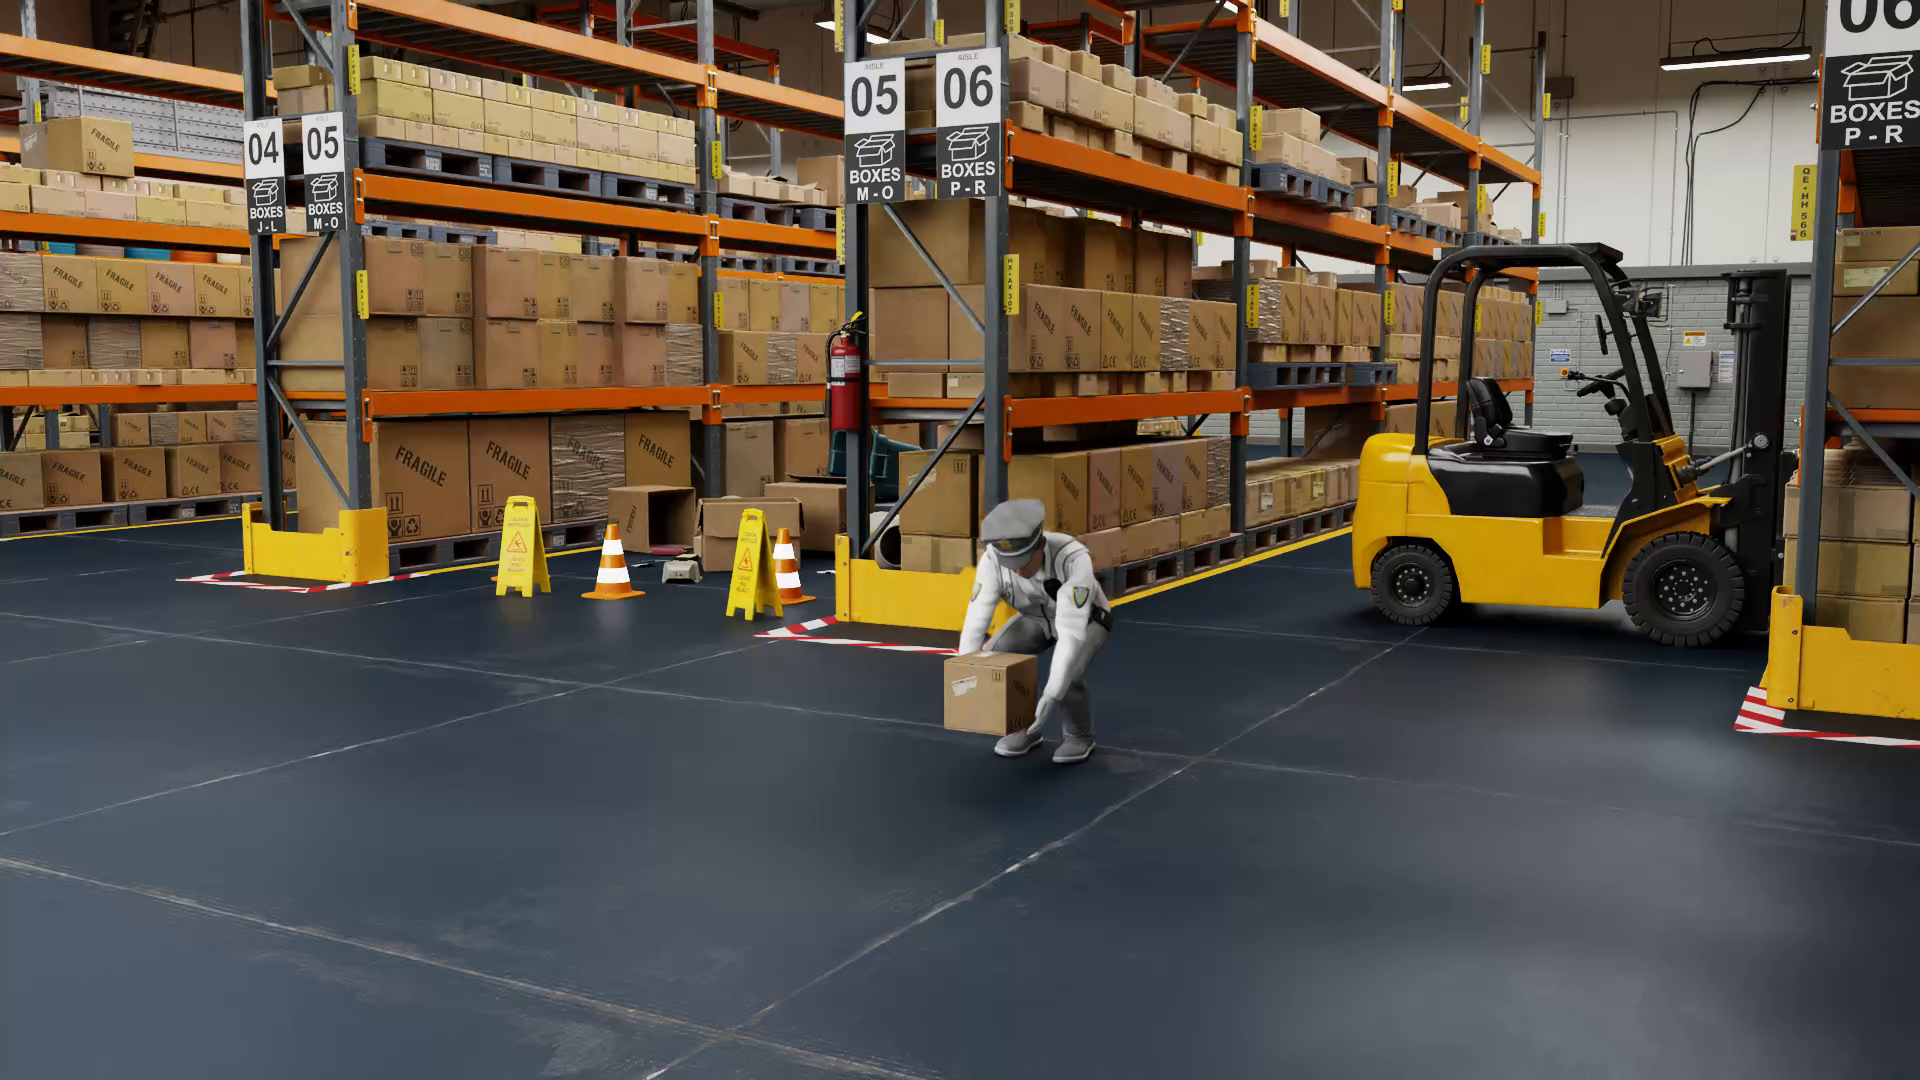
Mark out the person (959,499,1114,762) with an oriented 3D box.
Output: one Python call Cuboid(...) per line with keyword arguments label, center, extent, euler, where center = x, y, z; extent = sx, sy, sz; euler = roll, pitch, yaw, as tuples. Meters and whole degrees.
Cuboid(label="person", center=(0.312, 0.338, 6.272), extent=(0.494, 1.019, 0.820), euler=(3, 7, 28))
